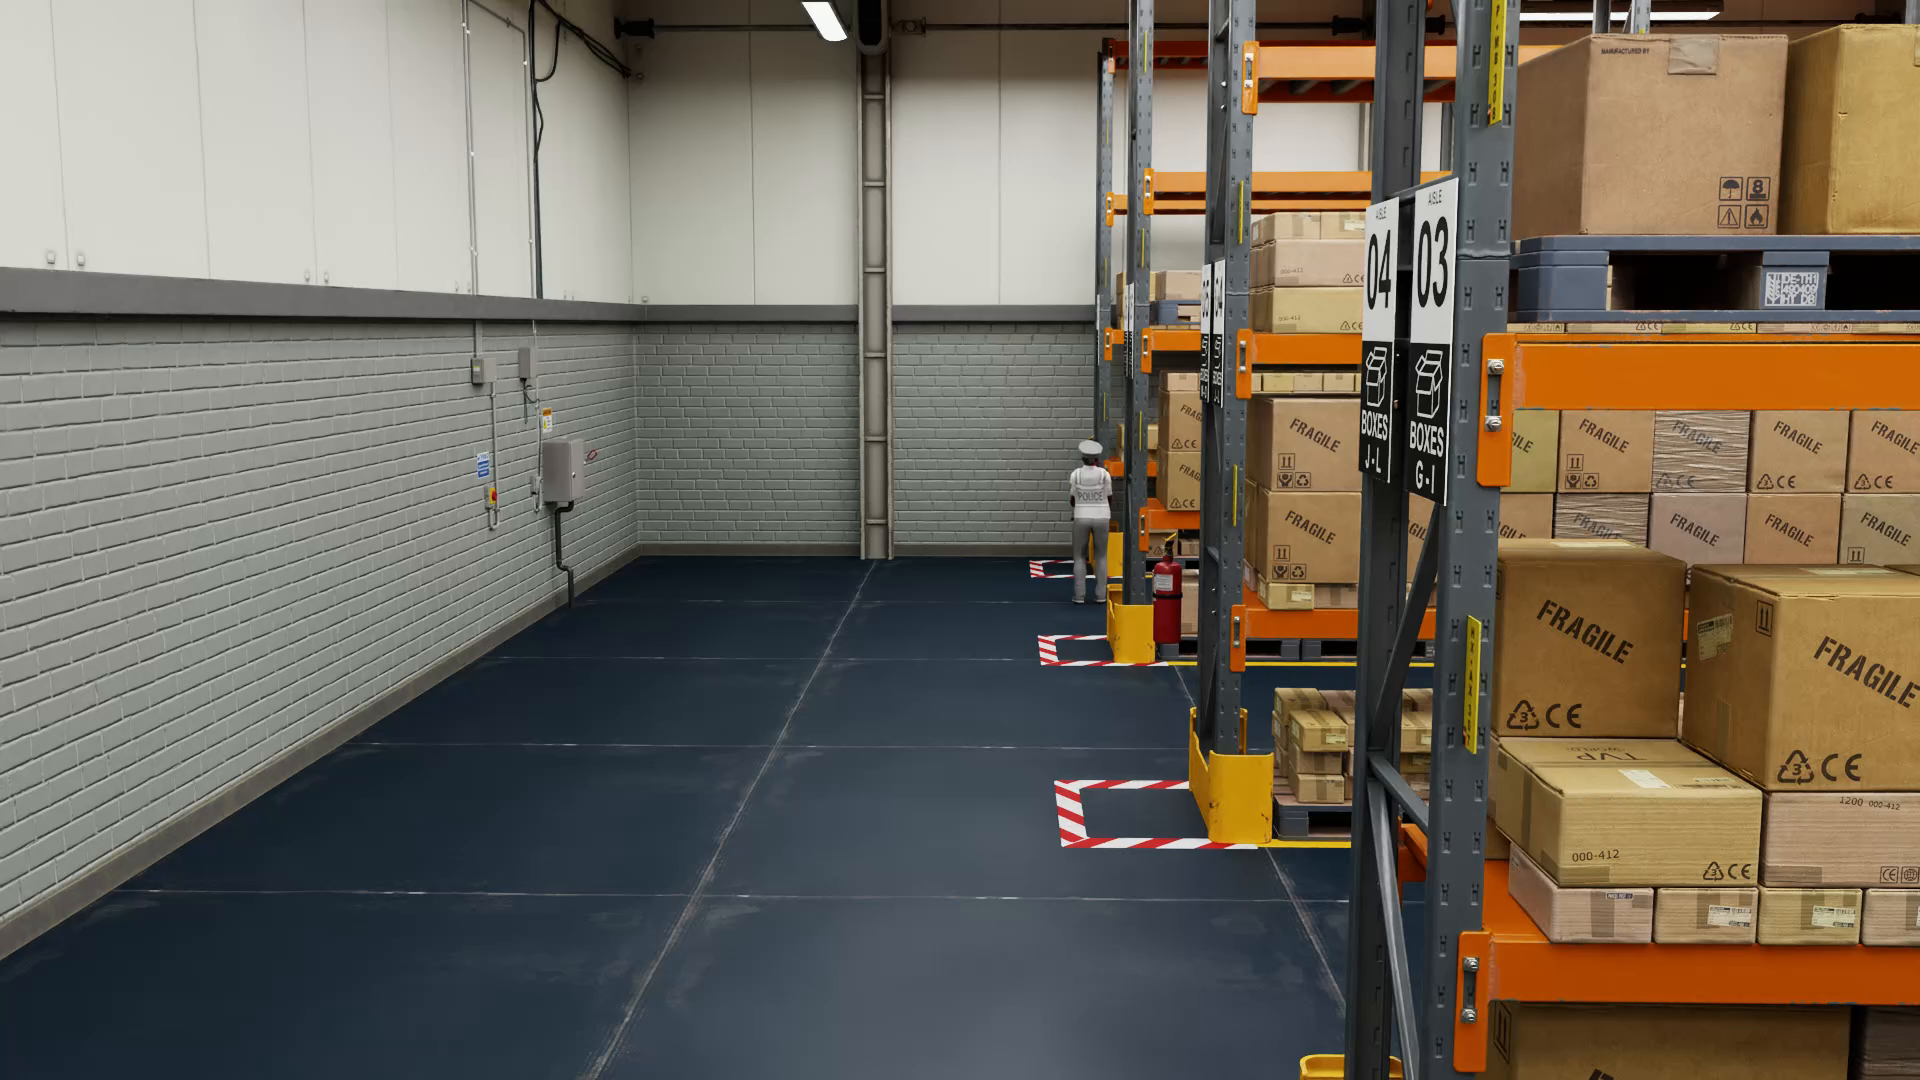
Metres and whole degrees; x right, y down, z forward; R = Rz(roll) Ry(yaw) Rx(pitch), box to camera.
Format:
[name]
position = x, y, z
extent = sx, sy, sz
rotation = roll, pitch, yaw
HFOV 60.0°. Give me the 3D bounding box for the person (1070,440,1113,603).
[person]
position = 1.351, -0.193, 17.177
extent = 0.450, 1.687, 0.539
rotation = 0, 7, 2
